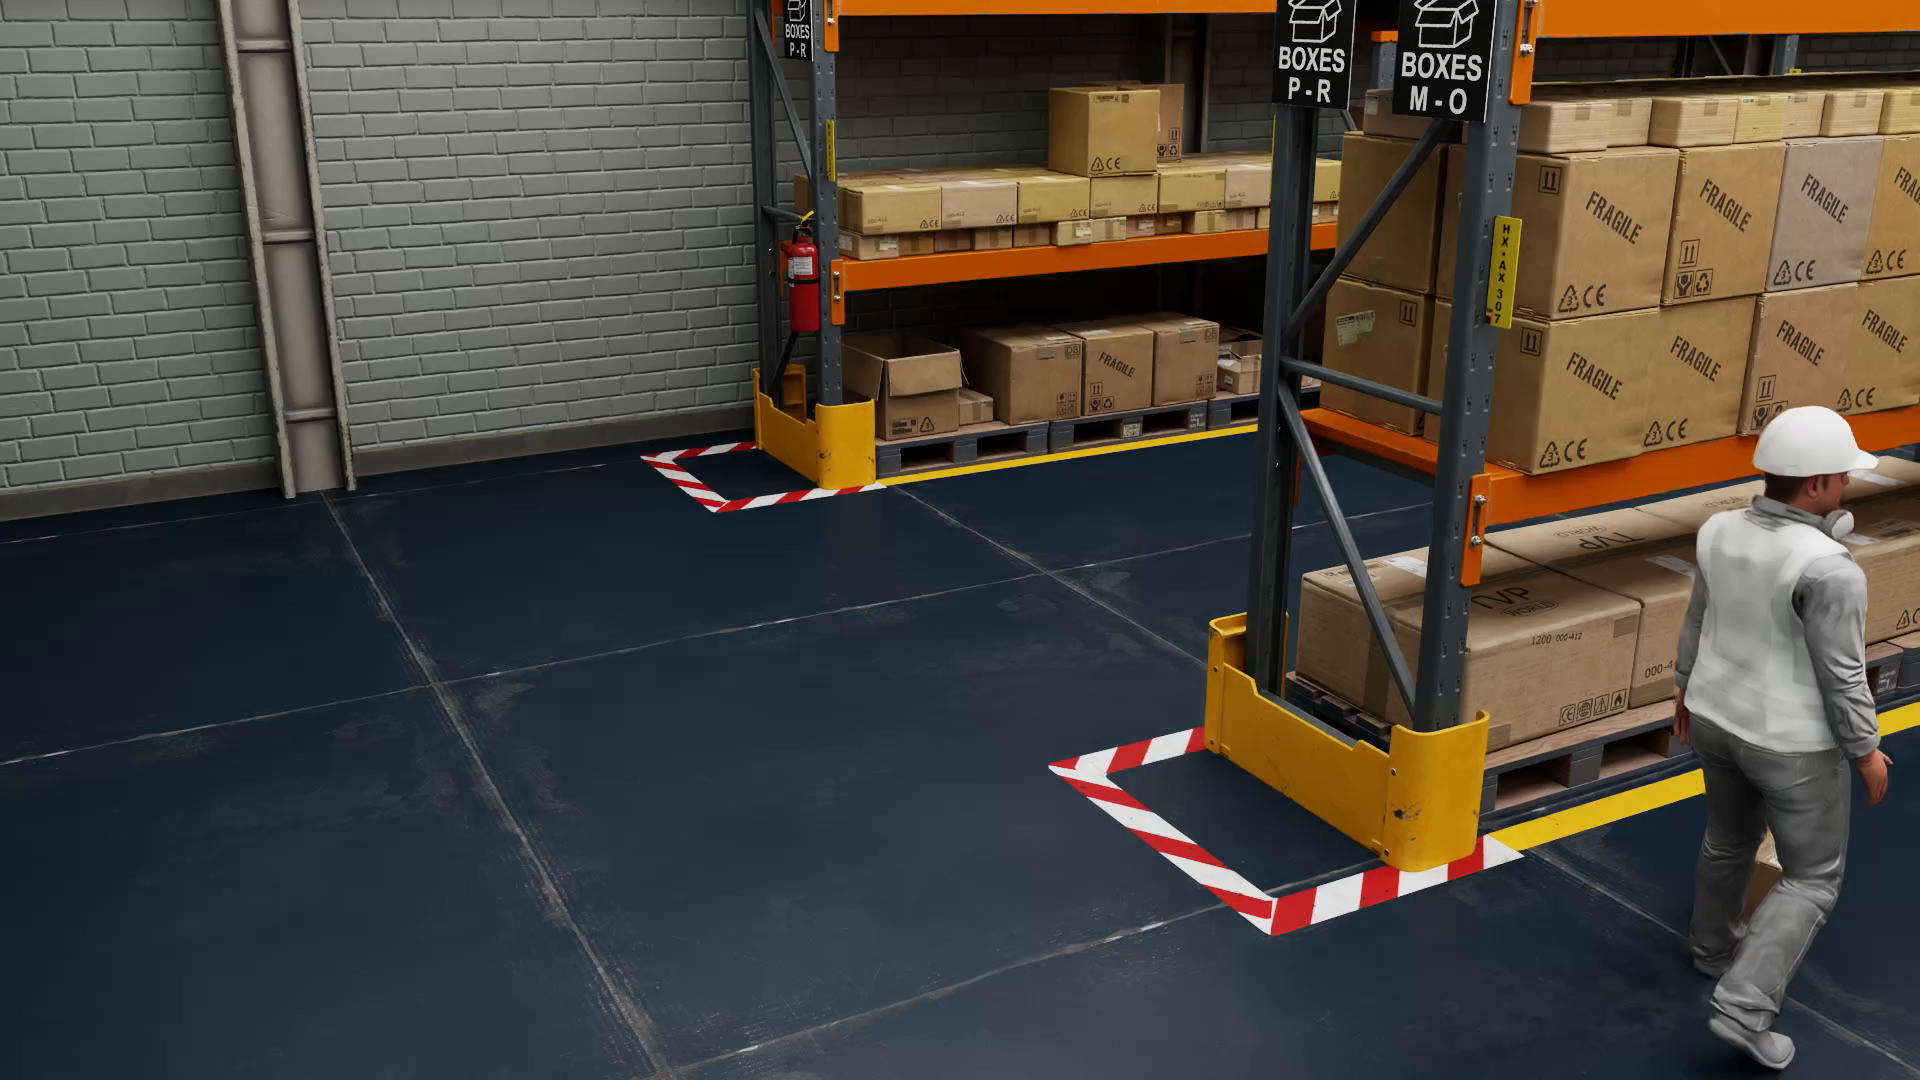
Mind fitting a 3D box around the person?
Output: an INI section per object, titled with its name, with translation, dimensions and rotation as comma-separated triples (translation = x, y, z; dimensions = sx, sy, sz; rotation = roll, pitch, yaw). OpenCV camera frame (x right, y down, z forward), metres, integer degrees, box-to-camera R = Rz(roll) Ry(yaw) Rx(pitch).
[person]
translation = 2.218, 0.495, 4.521
dimensions = 0.667, 1.767, 0.628
rotation = -8, 20, -23
